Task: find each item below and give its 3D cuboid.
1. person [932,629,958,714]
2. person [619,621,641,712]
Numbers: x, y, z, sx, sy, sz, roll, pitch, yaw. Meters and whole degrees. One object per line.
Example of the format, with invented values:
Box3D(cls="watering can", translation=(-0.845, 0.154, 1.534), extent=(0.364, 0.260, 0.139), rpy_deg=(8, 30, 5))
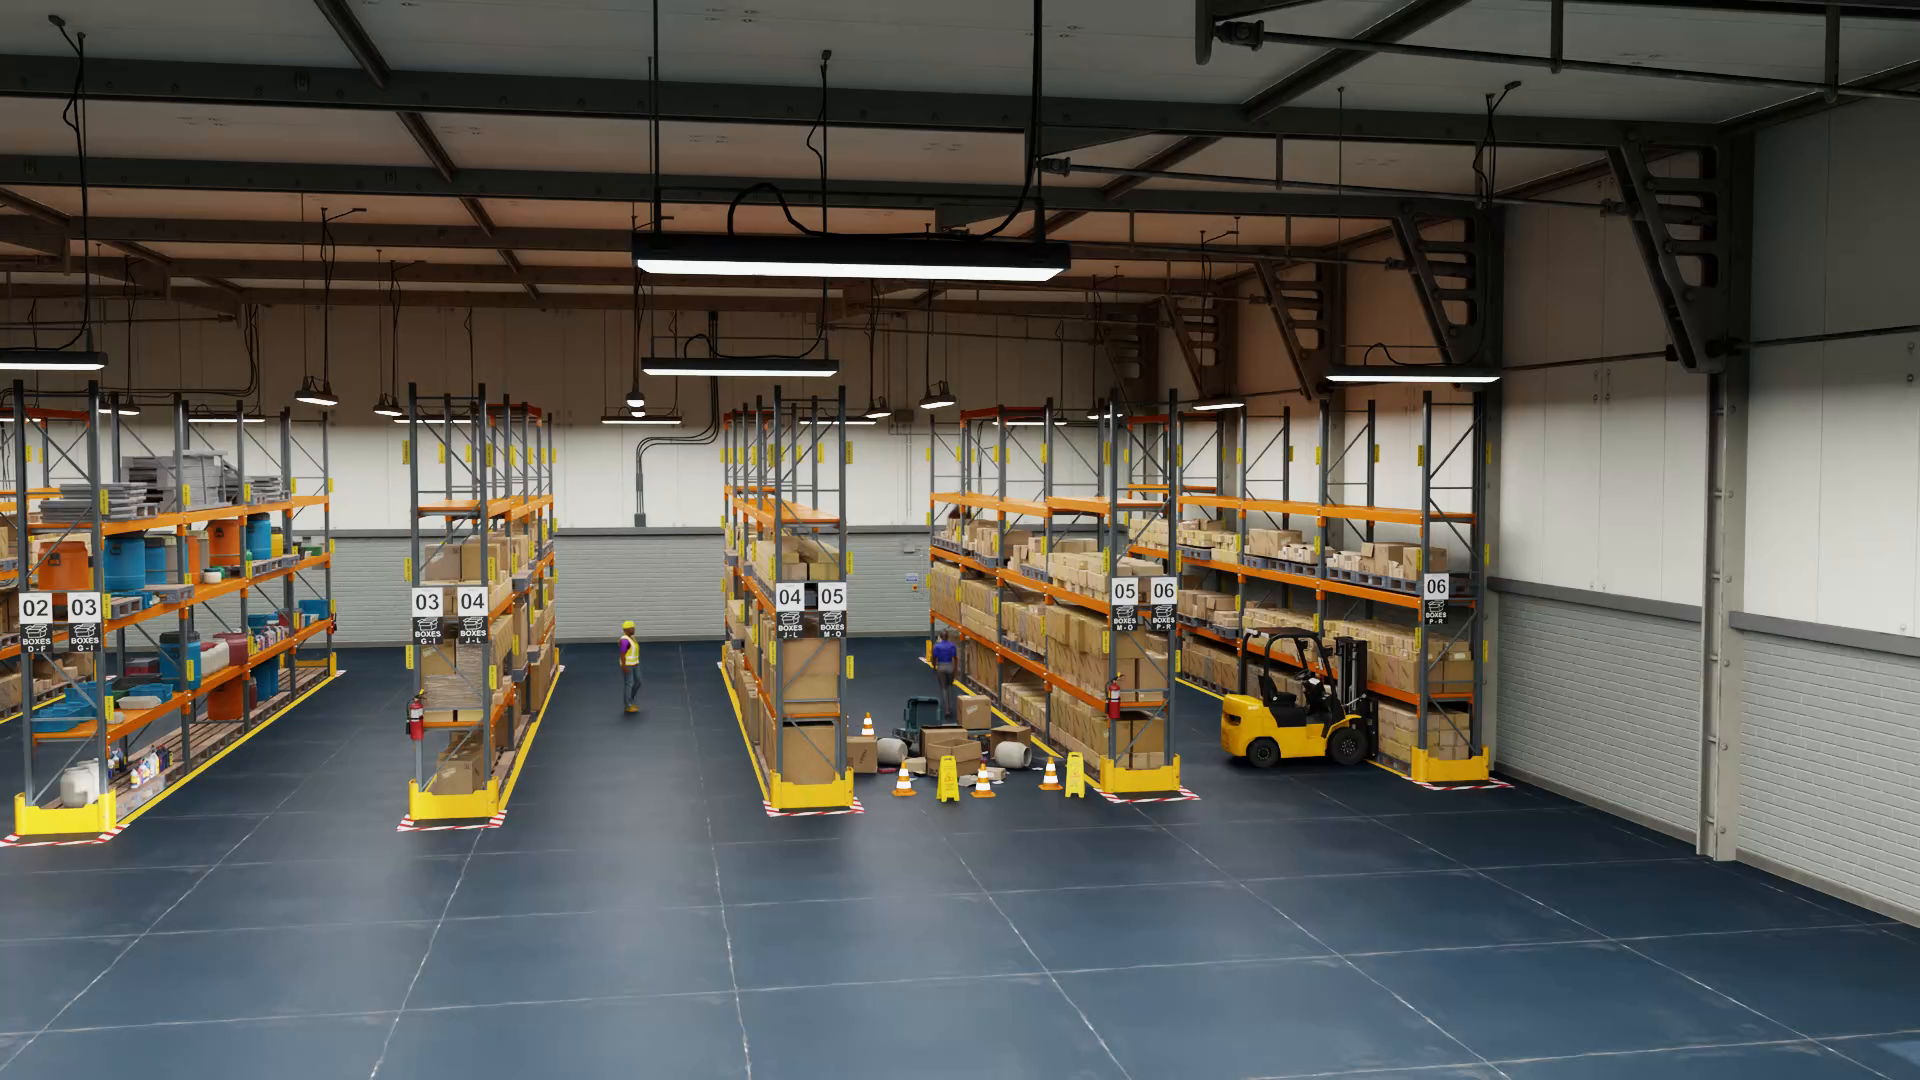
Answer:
Box3D(cls="person", translation=(-0.301, 2.556, 32.187), extent=(0.461, 1.663, 0.767), rpy_deg=(-1, 3, -15))
Box3D(cls="person", translation=(-6.482, 2.477, 32.653), extent=(0.469, 1.786, 0.646), rpy_deg=(1, 3, 13))
